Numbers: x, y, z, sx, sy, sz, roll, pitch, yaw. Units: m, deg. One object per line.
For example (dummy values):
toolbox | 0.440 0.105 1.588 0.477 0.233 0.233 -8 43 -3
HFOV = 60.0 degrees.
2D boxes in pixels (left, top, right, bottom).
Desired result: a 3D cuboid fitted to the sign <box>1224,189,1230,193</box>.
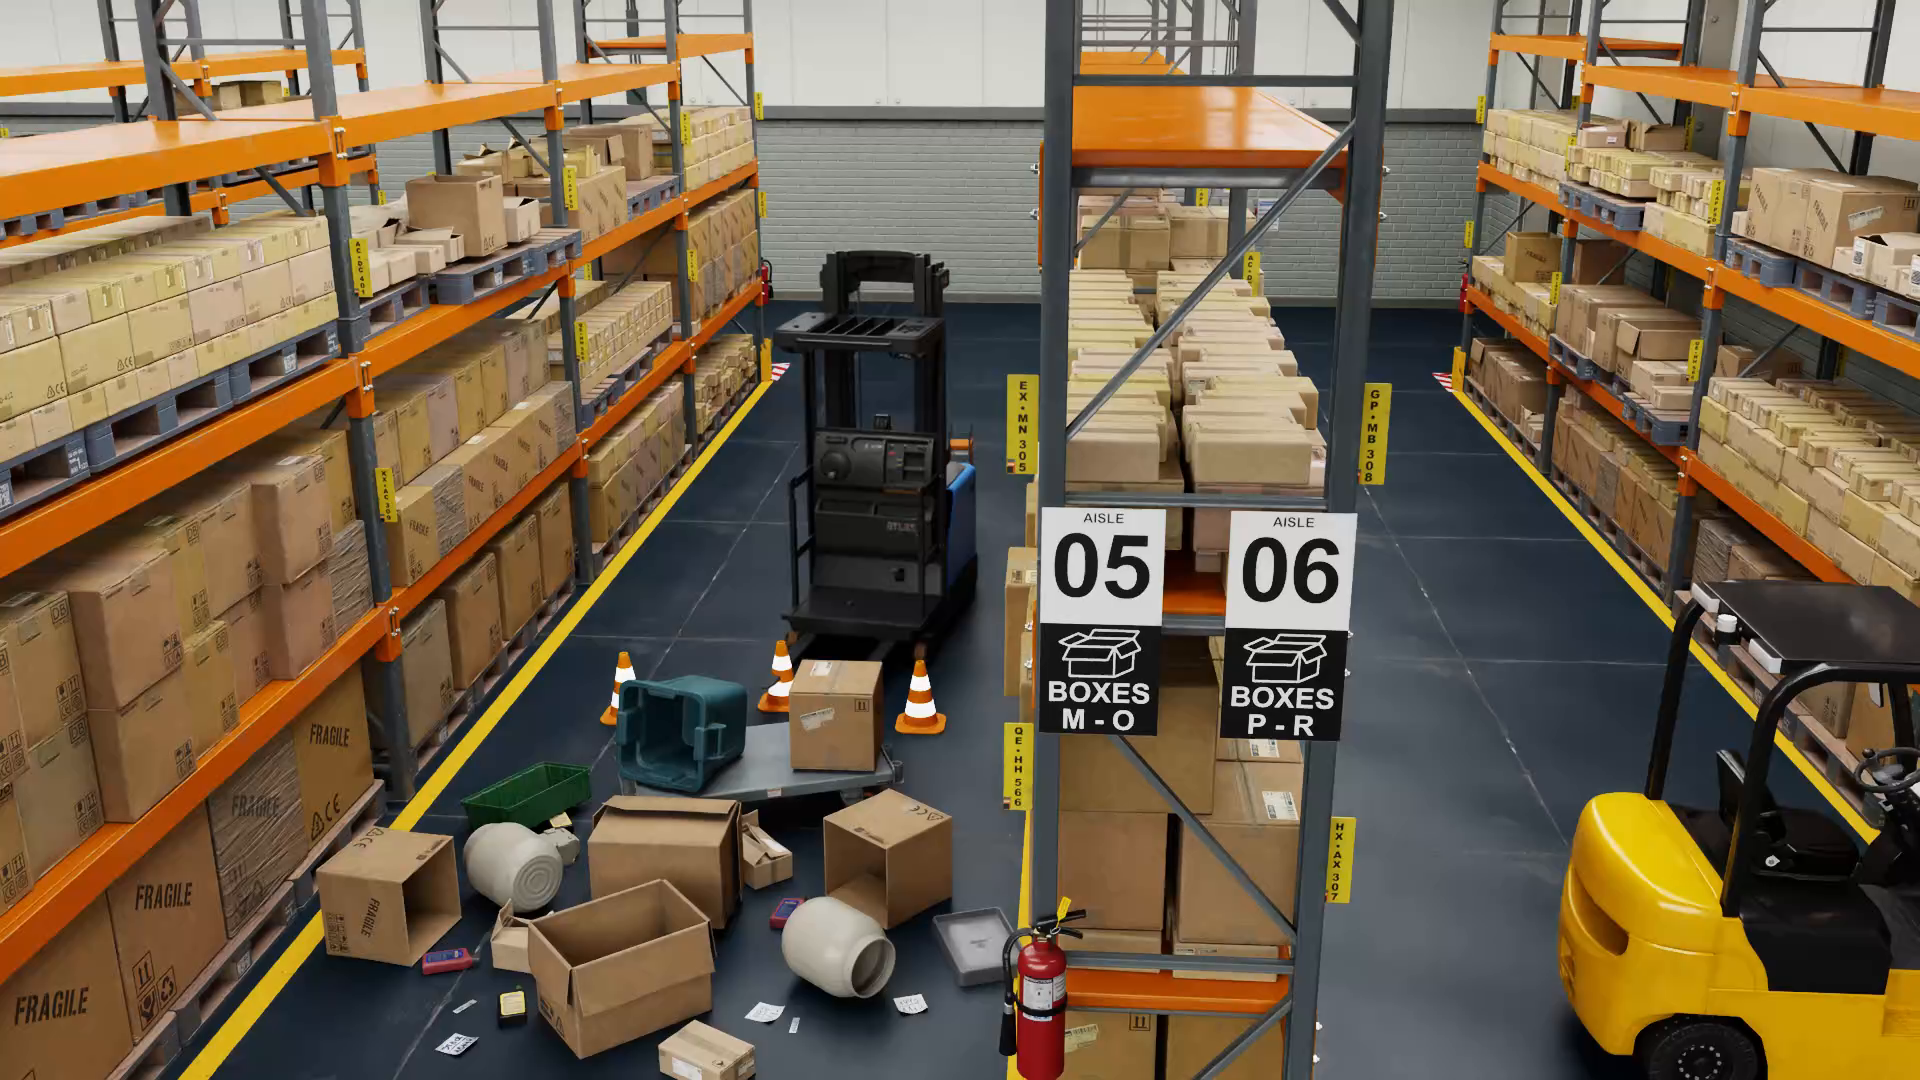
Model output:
sign | 4.325 -5.591 26.168 0.339 0.242 0.001 1 18 4

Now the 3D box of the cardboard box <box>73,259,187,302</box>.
cardboard box | -3.722 -1.165 7.458 0.380 0.149 0.250 2 18 5

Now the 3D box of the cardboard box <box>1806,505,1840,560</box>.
cardboard box | 5.862 -0.037 10.788 0.500 0.250 0.500 1 18 4

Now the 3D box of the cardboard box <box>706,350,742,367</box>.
cardboard box | -2.843 -2.186 20.052 0.380 0.149 0.250 2 18 6

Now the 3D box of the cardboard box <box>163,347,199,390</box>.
cardboard box | -3.721 -0.784 7.577 0.380 0.149 0.250 1 18 4

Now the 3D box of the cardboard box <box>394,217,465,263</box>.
cardboard box | -3.560 -2.010 11.131 0.396 0.266 0.258 1 18 4

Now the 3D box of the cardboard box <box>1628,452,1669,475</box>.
cardboard box | 6.193 -0.682 14.814 0.380 0.149 0.250 1 18 3

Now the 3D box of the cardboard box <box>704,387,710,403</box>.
cardboard box | -3.054 -1.642 18.871 0.380 0.149 0.250 0 18 1

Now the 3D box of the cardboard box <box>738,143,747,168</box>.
cardboard box | -2.843 -4.601 19.896 0.500 0.250 0.500 1 18 4

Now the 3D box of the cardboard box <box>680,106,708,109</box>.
cardboard box | -3.295 -5.238 20.398 0.380 0.149 0.250 1 18 3

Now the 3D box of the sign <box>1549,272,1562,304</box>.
sign | 6.022 -2.542 16.801 0.100 0.325 0.005 1 18 4

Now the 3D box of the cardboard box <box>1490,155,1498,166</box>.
cardboard box | 6.596 -4.576 19.983 0.380 0.149 0.250 2 18 5

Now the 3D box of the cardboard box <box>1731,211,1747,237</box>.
cardboard box | 5.949 -2.339 12.293 0.380 0.166 0.250 1 18 4

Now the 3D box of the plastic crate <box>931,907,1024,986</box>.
plastic crate | 0.109 2.111 8.680 0.402 0.080 0.583 -5 19 -15

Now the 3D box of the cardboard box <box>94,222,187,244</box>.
cardboard box | -4.288 -1.572 8.702 0.380 0.149 0.250 1 18 3

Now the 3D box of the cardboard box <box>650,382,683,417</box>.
cardboard box | -3.133 -1.441 16.966 0.500 0.250 0.500 1 18 2

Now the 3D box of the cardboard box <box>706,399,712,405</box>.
cardboard box | -3.032 -1.502 18.919 0.380 0.149 0.250 1 18 3

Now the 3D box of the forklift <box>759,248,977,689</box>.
forklift | -0.701 -0.601 12.377 1.130 2.935 3.031 4 19 13

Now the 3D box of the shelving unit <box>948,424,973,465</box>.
shelving unit | 0.004 -0.516 15.137 0.215 1.050 0.252 1 18 4

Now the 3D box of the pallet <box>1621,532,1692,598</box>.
pallet | 6.368 0.215 14.254 1.003 0.211 1.213 1 18 4

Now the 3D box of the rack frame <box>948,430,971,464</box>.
rack frame | -0.005 -0.478 15.022 0.200 1.050 0.008 1 18 4

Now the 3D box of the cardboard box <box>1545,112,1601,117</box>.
cardboard box | 7.059 -4.791 19.196 0.500 0.250 0.500 1 18 2

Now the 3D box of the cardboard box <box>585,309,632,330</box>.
cardboard box | -3.278 -2.055 15.479 0.380 0.149 0.250 1 18 3

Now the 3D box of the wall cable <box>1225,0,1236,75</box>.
wall cable | 5.552 -8.023 25.223 2.988 3.039 0.133 1 18 4

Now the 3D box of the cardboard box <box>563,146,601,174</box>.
cardboard box | -3.299 -3.264 14.187 0.396 0.266 0.258 1 18 4

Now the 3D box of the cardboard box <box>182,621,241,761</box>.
cardboard box | -4.031 0.722 7.990 0.875 0.550 0.500 1 18 4

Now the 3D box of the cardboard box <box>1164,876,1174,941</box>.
cardboard box | 0.987 1.436 6.454 0.380 0.149 0.250 2 18 5

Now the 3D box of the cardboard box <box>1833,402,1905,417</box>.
cardboard box | 6.521 -0.888 11.942 0.380 0.149 0.250 1 18 3

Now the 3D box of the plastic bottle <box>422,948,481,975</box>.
plastic bottle | -2.615 2.162 8.553 0.283 0.061 0.133 -5 19 -15

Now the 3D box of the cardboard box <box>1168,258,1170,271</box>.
cardboard box | 1.516 -1.630 10.156 0.500 0.250 0.500 1 18 3

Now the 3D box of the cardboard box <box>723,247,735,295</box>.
cardboard box | -2.935 -3.124 19.327 0.500 0.500 0.500 2 18 7

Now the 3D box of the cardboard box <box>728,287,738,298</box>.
cardboard box | -2.888 -3.010 20.021 0.380 0.149 0.250 0 18 1

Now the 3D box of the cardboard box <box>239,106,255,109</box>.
cardboard box | -8.233 -4.583 18.607 0.700 0.500 0.500 2 18 7

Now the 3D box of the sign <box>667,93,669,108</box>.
sign | -3.586 -5.405 20.707 0.100 0.325 0.005 1 18 4

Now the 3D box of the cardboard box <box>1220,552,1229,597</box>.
cardboard box | 1.100 0.094 5.731 0.380 0.149 0.250 1 18 4

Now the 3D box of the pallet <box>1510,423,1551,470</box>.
pallet | 6.614 -1.009 17.991 1.003 0.211 1.213 1 18 4

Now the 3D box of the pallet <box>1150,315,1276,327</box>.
pallet | 1.190 -1.272 9.798 1.213 0.211 1.003 1 18 4

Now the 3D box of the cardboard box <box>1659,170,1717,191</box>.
cardboard box | 6.084 -3.002 13.899 0.380 0.149 0.250 1 18 3

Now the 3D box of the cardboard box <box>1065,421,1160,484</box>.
cardboard box | 0.482 -0.300 5.655 0.380 0.149 0.250 1 18 4

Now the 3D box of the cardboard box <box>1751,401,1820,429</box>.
cardboard box | 5.944 -0.897 11.969 0.380 0.149 0.250 1 18 5

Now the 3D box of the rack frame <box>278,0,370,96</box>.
rack frame | -7.985 -6.545 20.773 1.000 3.000 0.127 1 18 4

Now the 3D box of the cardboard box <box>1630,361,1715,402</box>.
cardboard box | 6.030 -1.342 14.095 0.500 0.250 0.500 0 18 1

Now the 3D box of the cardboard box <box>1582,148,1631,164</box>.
cardboard box | 6.157 -3.648 15.840 0.380 0.149 0.250 2 18 5

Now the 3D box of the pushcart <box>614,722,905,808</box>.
pushcart | -1.238 1.465 10.174 1.648 0.377 0.936 -5 19 -15

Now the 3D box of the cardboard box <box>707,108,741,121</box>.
cardboard box | -2.870 -5.149 20.126 0.380 0.149 0.250 2 18 5

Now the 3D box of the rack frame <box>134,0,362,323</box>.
rack frame | -3.905 -2.676 8.965 1.000 3.000 0.127 1 18 4

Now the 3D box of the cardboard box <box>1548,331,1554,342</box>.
cardboard box | 6.335 -2.106 17.265 0.380 0.149 0.250 2 18 5

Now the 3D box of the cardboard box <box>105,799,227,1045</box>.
cardboard box | -4.148 1.742 7.855 0.875 0.875 0.875 1 18 3

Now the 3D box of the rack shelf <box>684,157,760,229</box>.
rack shelf | -3.188 -4.015 19.023 1.077 0.370 4.000 1 18 4

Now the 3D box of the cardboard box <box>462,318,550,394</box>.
cardboard box | -3.661 -1.451 13.095 0.700 0.500 0.500 1 18 4

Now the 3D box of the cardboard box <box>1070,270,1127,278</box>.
cardboard box | 0.691 -1.341 8.829 0.380 0.149 0.250 1 18 3

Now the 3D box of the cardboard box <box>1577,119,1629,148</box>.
cardboard box | 6.194 -3.927 16.025 0.396 0.266 0.258 1 18 3

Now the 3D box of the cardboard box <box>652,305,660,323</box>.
cardboard box | -3.202 -2.245 16.534 0.380 0.149 0.250 2 18 6

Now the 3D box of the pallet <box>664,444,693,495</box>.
pallet | -3.386 -0.743 17.178 1.003 0.211 1.213 1 18 4

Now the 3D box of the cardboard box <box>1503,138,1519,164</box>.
cardboard box | 6.481 -4.410 18.838 0.500 0.250 0.500 1 18 2

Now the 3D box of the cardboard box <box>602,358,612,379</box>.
cardboard box | -3.329 -1.533 14.841 0.380 0.149 0.250 2 18 6

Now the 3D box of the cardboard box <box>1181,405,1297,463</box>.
cardboard box | 0.984 -0.373 5.877 0.380 0.149 0.250 1 18 4

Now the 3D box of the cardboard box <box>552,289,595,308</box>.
cardboard box | -3.854 -2.394 16.514 0.380 0.149 0.250 1 18 4

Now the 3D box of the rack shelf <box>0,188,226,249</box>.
rack shelf | -8.415 -2.914 15.665 1.077 0.370 4.000 1 18 4

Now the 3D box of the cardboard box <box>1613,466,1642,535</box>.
cardboard box | 6.174 -0.344 14.824 0.500 0.500 0.500 2 18 6
